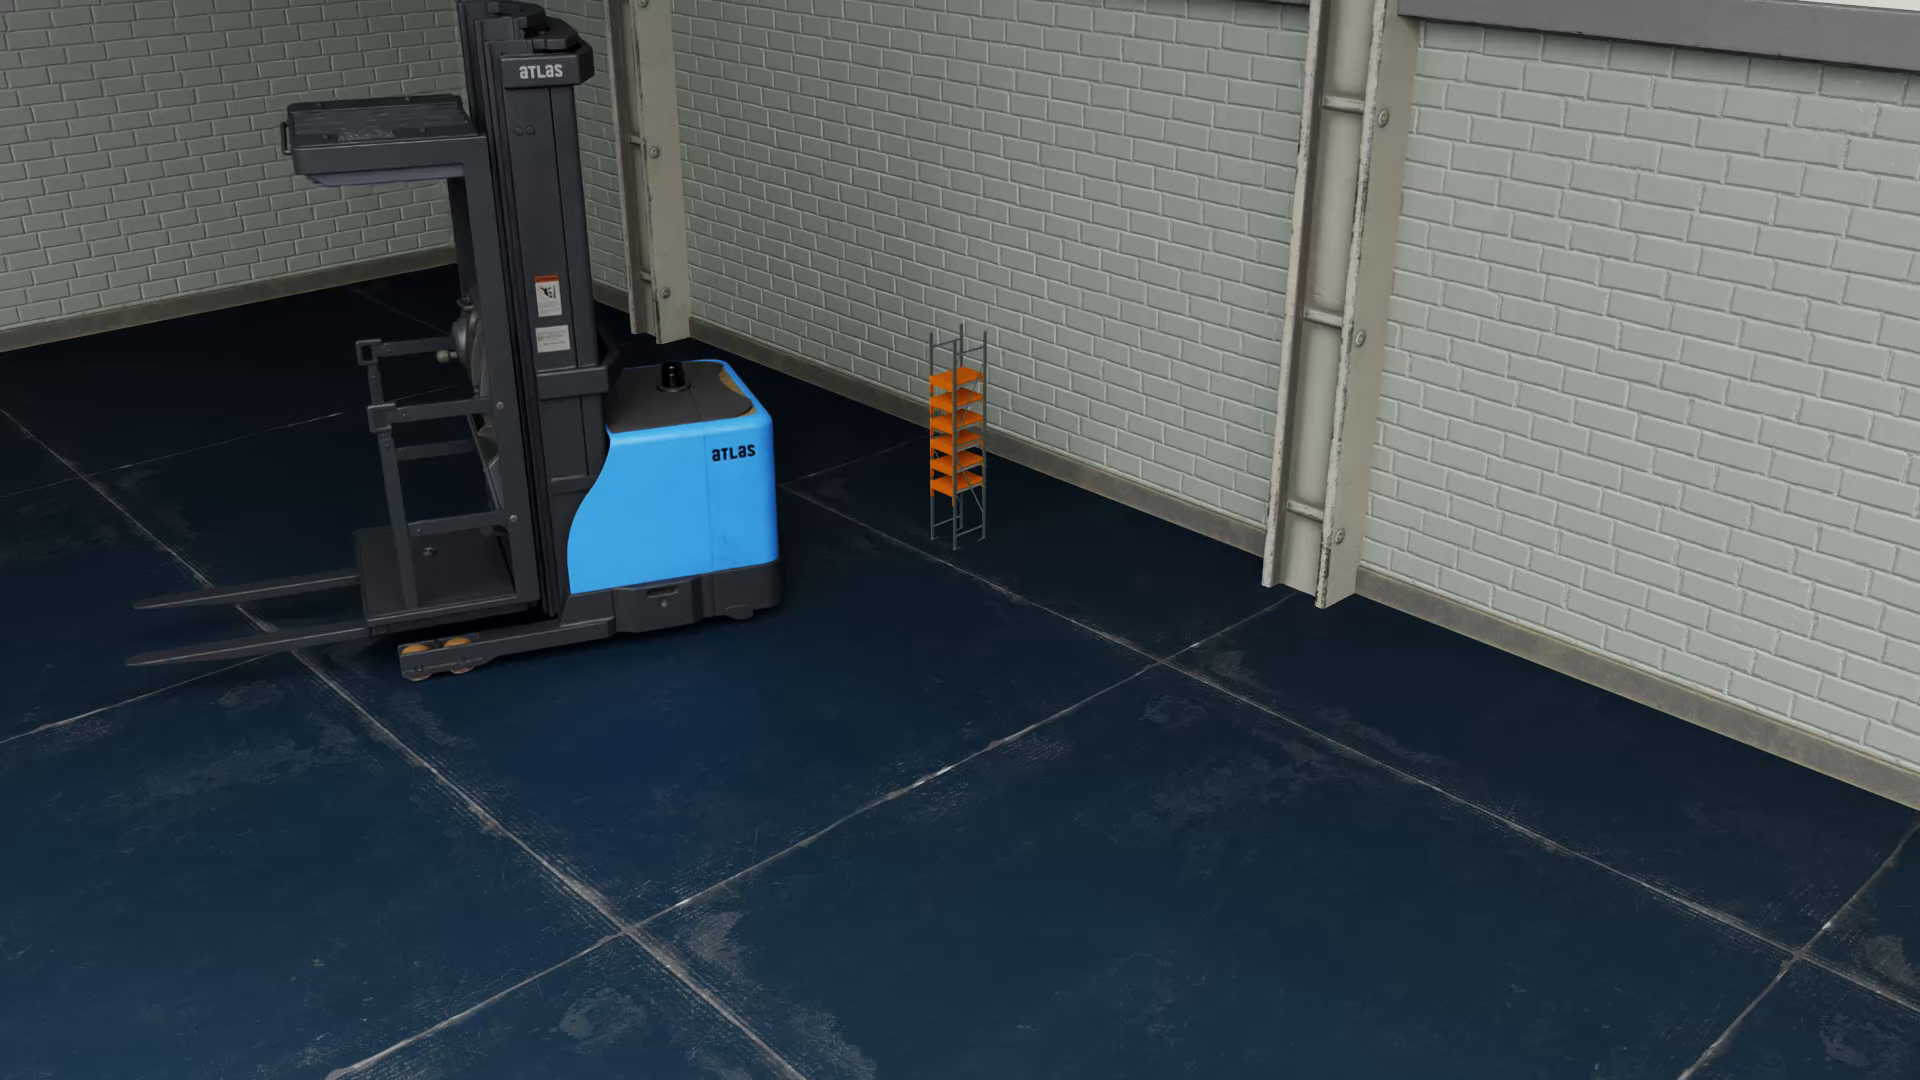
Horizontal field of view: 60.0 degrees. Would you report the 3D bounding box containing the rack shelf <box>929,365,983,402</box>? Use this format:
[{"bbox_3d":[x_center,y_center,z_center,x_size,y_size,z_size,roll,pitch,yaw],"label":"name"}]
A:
[{"bbox_3d":[-0.010,-0.837,8.880,0.258,0.103,0.180,-21,32,-38],"label":"rack shelf"}]

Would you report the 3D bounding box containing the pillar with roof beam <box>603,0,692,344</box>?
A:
[{"bbox_3d":[-5.415,-4.442,8.145,9.100,9.000,0.400,-21,32,-38],"label":"pillar with roof beam"}]

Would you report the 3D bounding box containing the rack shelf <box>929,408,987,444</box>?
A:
[{"bbox_3d":[-0.010,-0.619,8.979,0.258,0.103,0.180,-21,32,-38],"label":"rack shelf"}]

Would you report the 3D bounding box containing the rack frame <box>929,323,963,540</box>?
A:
[{"bbox_3d":[-0.072,-0.578,9.071,0.240,1.200,0.006,-21,32,-38],"label":"rack frame"}]

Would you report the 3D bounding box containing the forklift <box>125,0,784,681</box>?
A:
[{"bbox_3d":[-2.463,-0.922,7.739,3.031,2.935,1.130,-9,26,-19],"label":"forklift"}]

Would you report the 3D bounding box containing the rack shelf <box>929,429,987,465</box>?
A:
[{"bbox_3d":[-0.010,-0.510,9.029,0.258,0.103,0.180,-21,32,-38],"label":"rack shelf"}]

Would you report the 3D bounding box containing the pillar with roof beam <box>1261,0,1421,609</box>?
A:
[{"bbox_3d":[-1.314,-2.624,4.161,9.100,9.000,0.400,-21,32,-38],"label":"pillar with roof beam"}]

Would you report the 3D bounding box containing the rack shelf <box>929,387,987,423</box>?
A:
[{"bbox_3d":[-0.010,-0.728,8.929,0.258,0.103,0.180,-21,32,-38],"label":"rack shelf"}]

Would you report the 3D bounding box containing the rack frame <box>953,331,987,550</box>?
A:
[{"bbox_3d":[0.053,-0.523,8.950,0.240,1.200,0.006,-21,32,-38],"label":"rack frame"}]

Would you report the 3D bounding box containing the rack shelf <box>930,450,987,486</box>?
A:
[{"bbox_3d":[-0.010,-0.401,9.079,0.258,0.103,0.180,-21,32,-38],"label":"rack shelf"}]

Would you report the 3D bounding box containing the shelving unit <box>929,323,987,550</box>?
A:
[{"bbox_3d":[-0.010,-0.550,9.011,0.258,1.200,0.189,-21,32,-38],"label":"shelving unit"}]

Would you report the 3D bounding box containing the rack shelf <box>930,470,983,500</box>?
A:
[{"bbox_3d":[-0.010,-0.291,9.129,0.258,0.103,0.180,-21,32,-38],"label":"rack shelf"}]
